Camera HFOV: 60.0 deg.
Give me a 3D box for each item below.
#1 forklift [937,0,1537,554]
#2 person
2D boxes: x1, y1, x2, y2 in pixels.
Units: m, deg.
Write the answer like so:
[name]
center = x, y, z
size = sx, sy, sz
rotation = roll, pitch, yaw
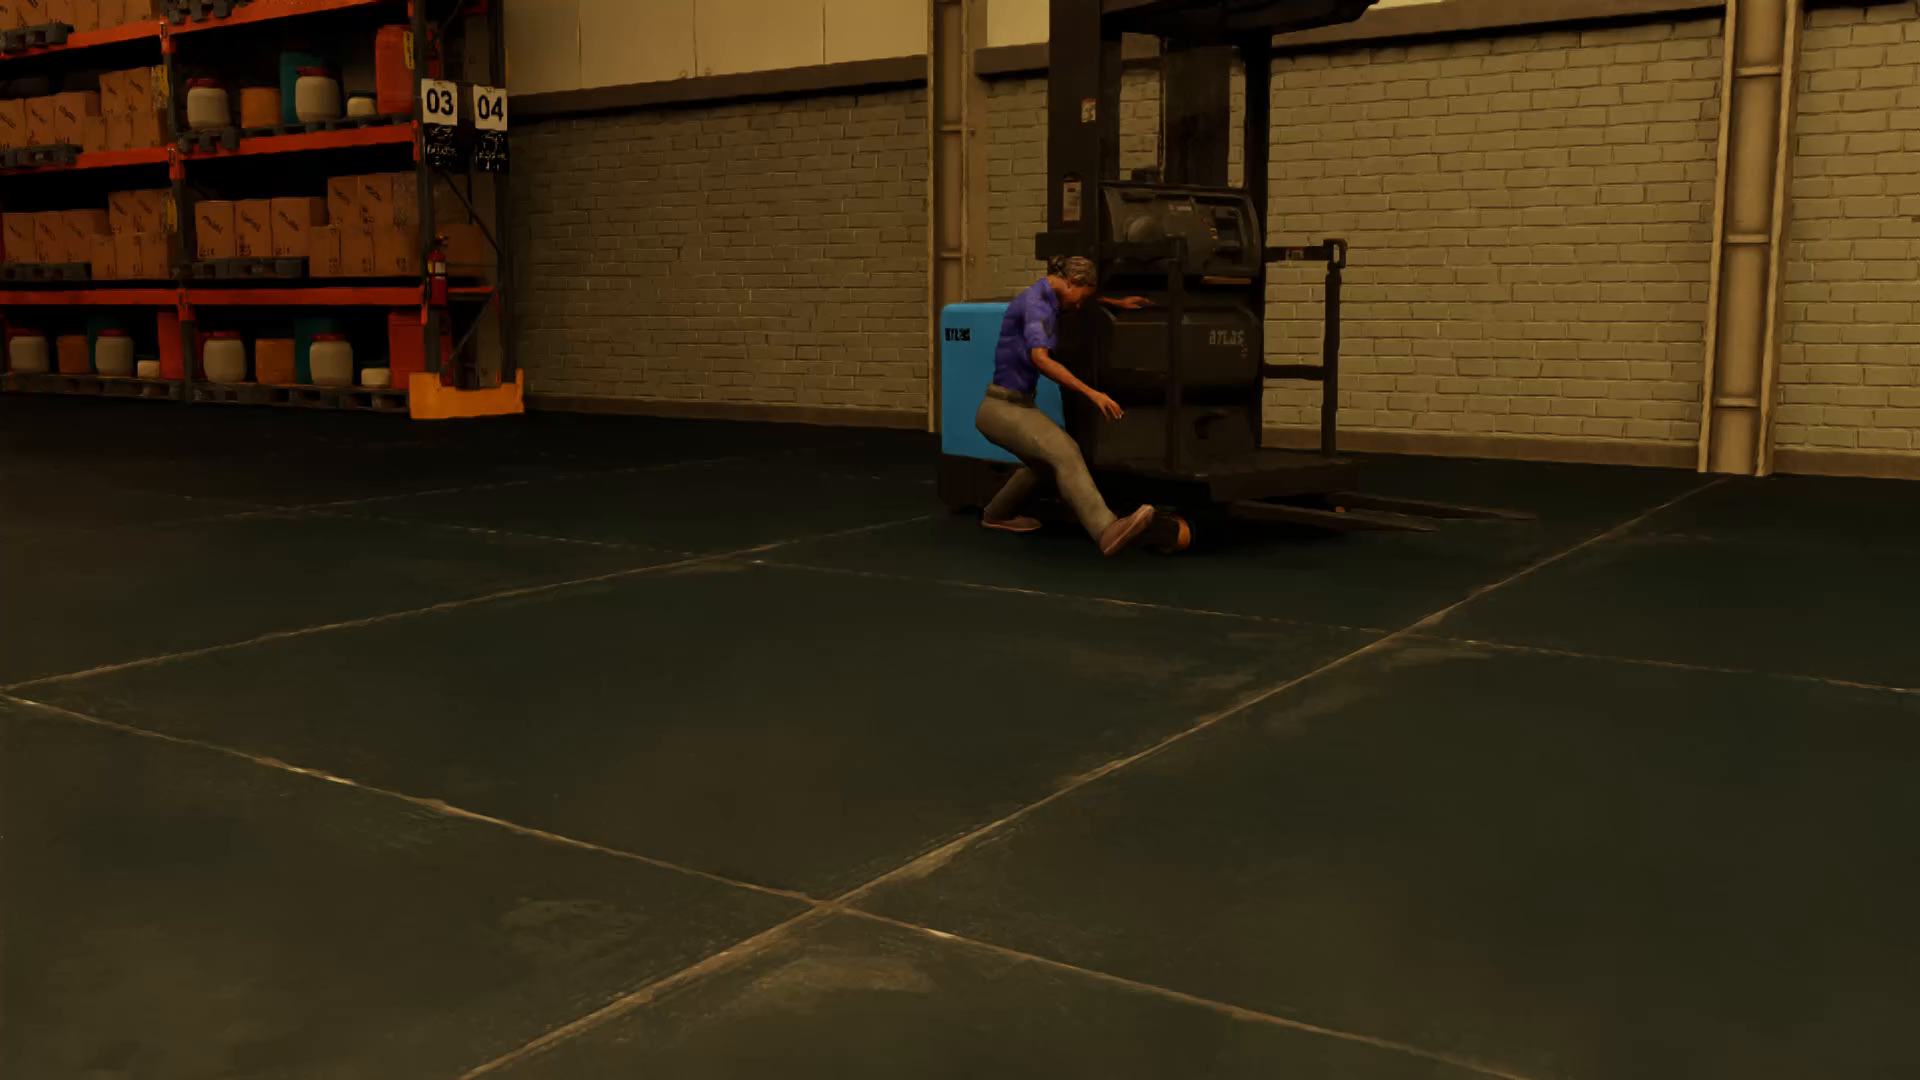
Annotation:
[forklift]
center = 1.157, -1.467, 7.512
size = 1.130, 2.935, 3.031
rotation = -6, 10, -36
[person]
center = 0.448, -0.598, 7.284
size = 0.973, 1.288, 1.144
rotation = 2, 8, 15
